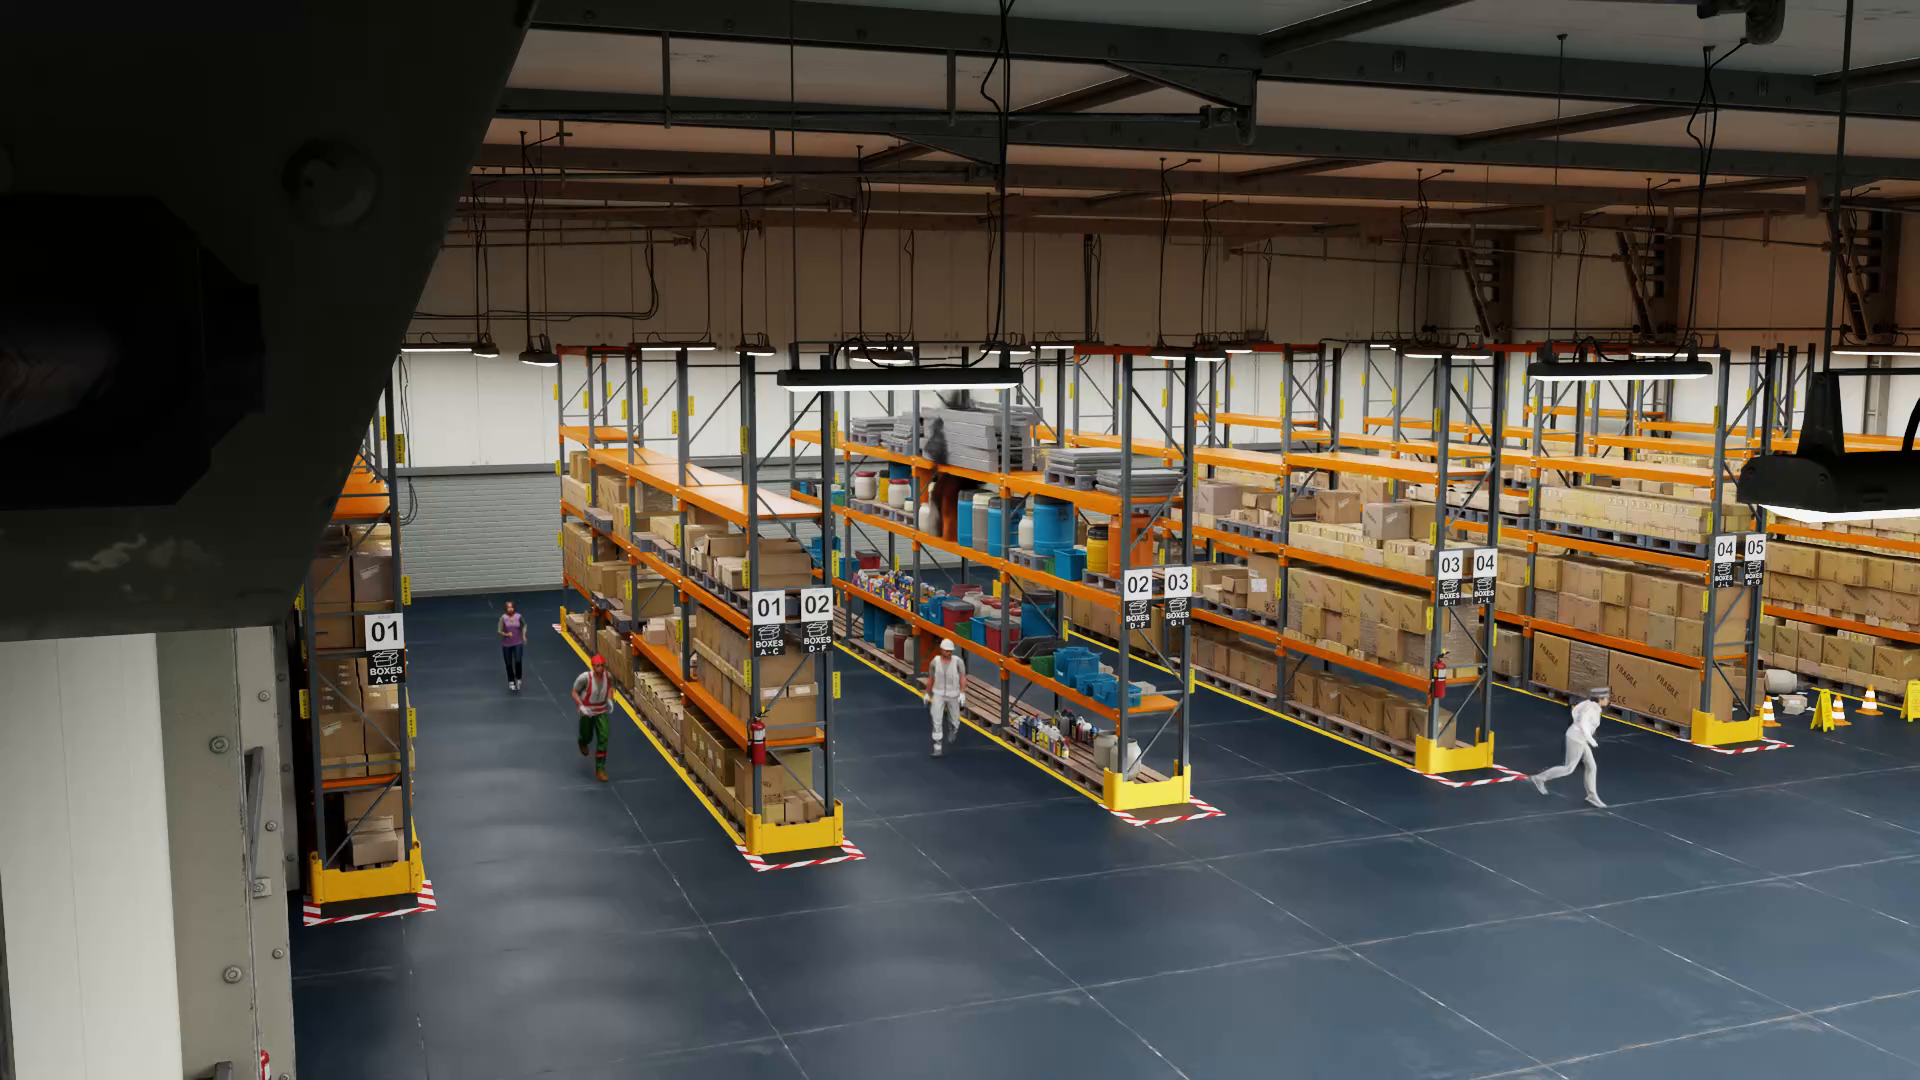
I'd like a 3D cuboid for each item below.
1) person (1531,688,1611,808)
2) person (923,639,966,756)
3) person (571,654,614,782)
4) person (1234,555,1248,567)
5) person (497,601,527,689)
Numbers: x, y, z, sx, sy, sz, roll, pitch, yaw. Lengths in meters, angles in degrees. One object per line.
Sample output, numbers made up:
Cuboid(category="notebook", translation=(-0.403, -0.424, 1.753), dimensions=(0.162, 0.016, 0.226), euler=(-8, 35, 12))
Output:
Cuboid(category="person", translation=(8.158, 2.747, 22.217), dimensions=(0.961, 1.630, 0.642), euler=(1, 7, 12))
Cuboid(category="person", translation=(-0.229, 2.311, 24.844), dimensions=(0.642, 1.737, 0.936), euler=(0, 7, 2))
Cuboid(category="person", translation=(-5.228, 2.472, 23.690), dimensions=(0.658, 1.772, 1.071), euler=(-4, 8, -30))
Cuboid(category="person", translation=(7.008, 0.273, 41.357), dimensions=(0.676, 1.633, 0.485), euler=(-7, 10, -43))
Cuboid(category="person", translation=(-7.821, 1.847, 29.089), dimensions=(0.511, 1.568, 0.636), euler=(-2, 8, -17))
